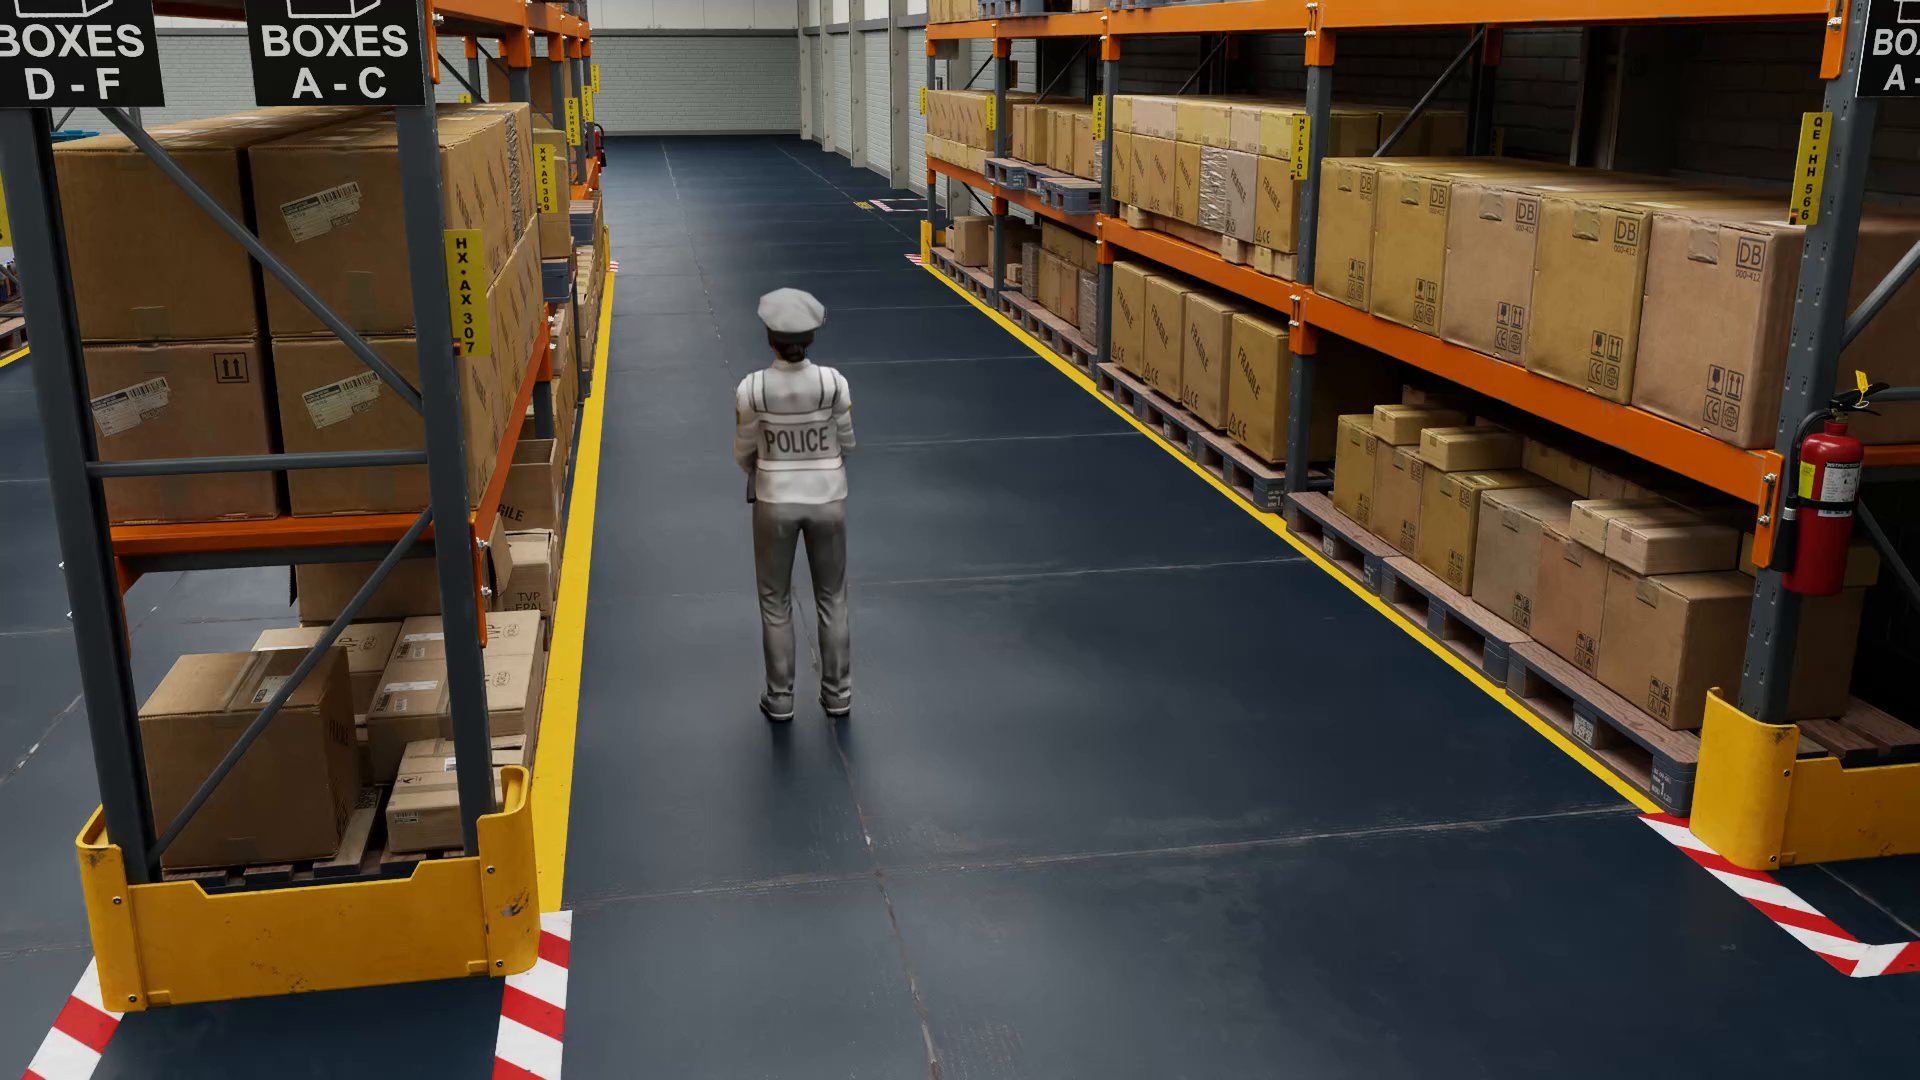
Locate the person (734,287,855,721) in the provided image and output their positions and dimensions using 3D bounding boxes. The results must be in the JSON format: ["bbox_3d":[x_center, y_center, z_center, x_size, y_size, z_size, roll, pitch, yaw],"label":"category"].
[{"bbox_3d":[-0.638,-0.145,6.469,0.466,1.693,0.554,-3,17,-10],"label":"person"}]
